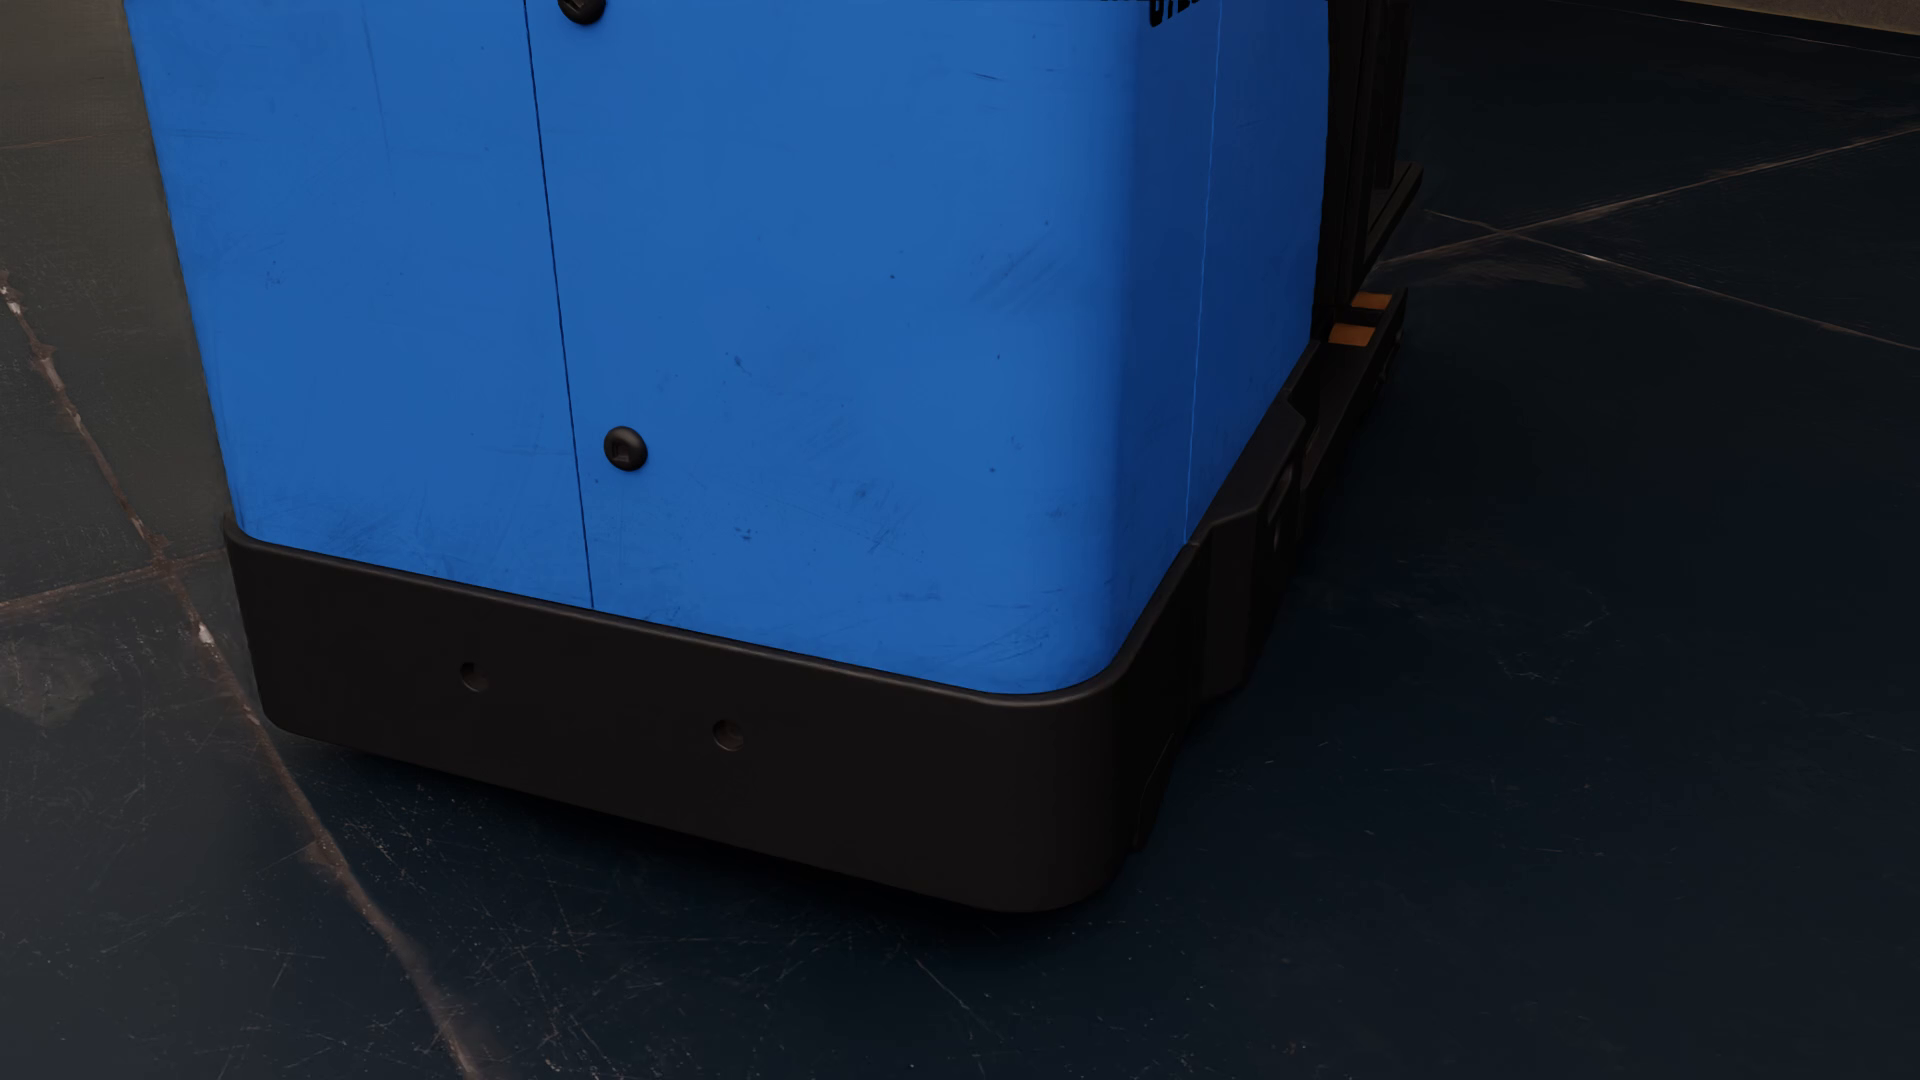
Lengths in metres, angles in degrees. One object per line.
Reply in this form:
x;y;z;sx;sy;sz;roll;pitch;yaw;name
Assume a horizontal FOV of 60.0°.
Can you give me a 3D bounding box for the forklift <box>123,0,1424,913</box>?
0.188;-1.586;2.393;1.130;2.935;3.031;10;28;19;forklift
